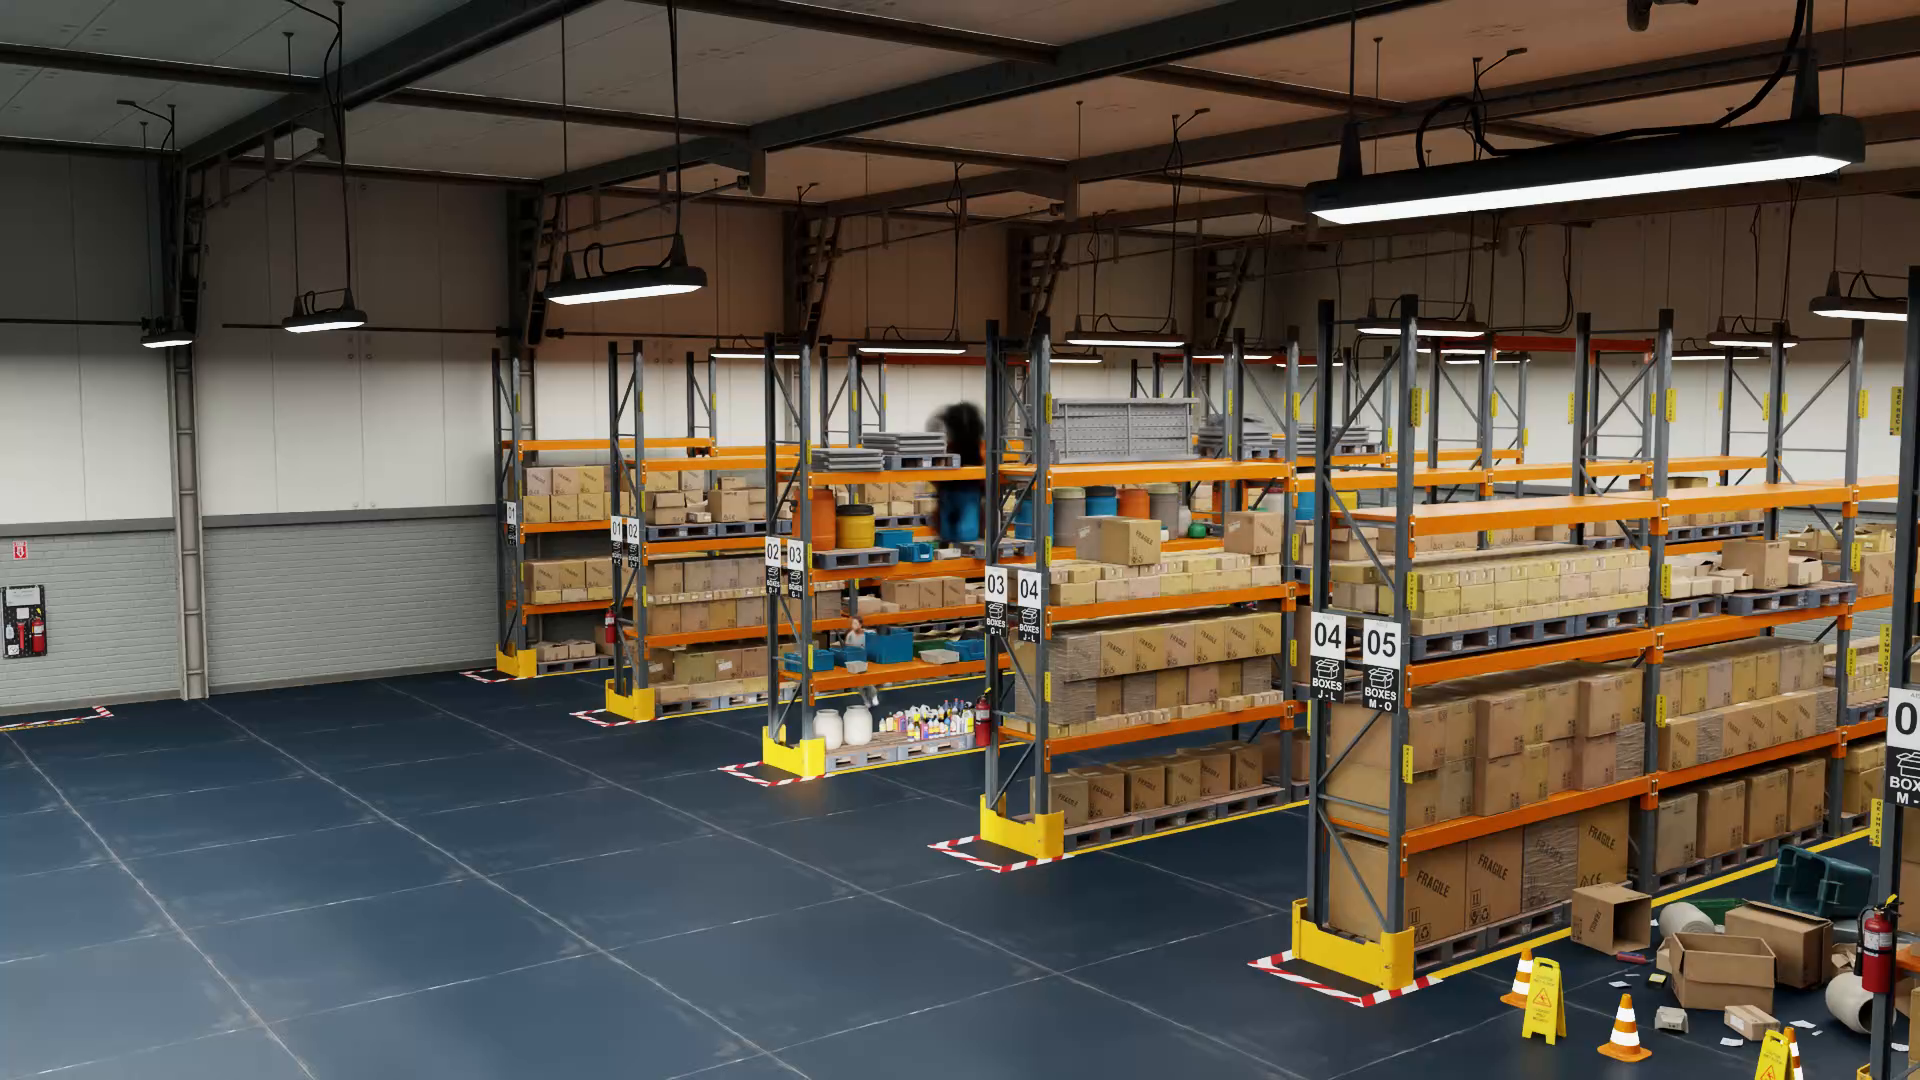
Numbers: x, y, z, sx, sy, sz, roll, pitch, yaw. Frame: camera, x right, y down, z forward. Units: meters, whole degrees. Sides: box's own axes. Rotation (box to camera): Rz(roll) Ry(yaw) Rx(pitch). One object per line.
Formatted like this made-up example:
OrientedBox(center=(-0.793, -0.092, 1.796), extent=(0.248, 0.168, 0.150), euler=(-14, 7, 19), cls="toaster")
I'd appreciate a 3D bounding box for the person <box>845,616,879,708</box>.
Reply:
OrientedBox(center=(-1.593, 2.004, 27.197), extent=(0.562, 1.561, 0.755), euler=(2, 5, 22), cls="person")
